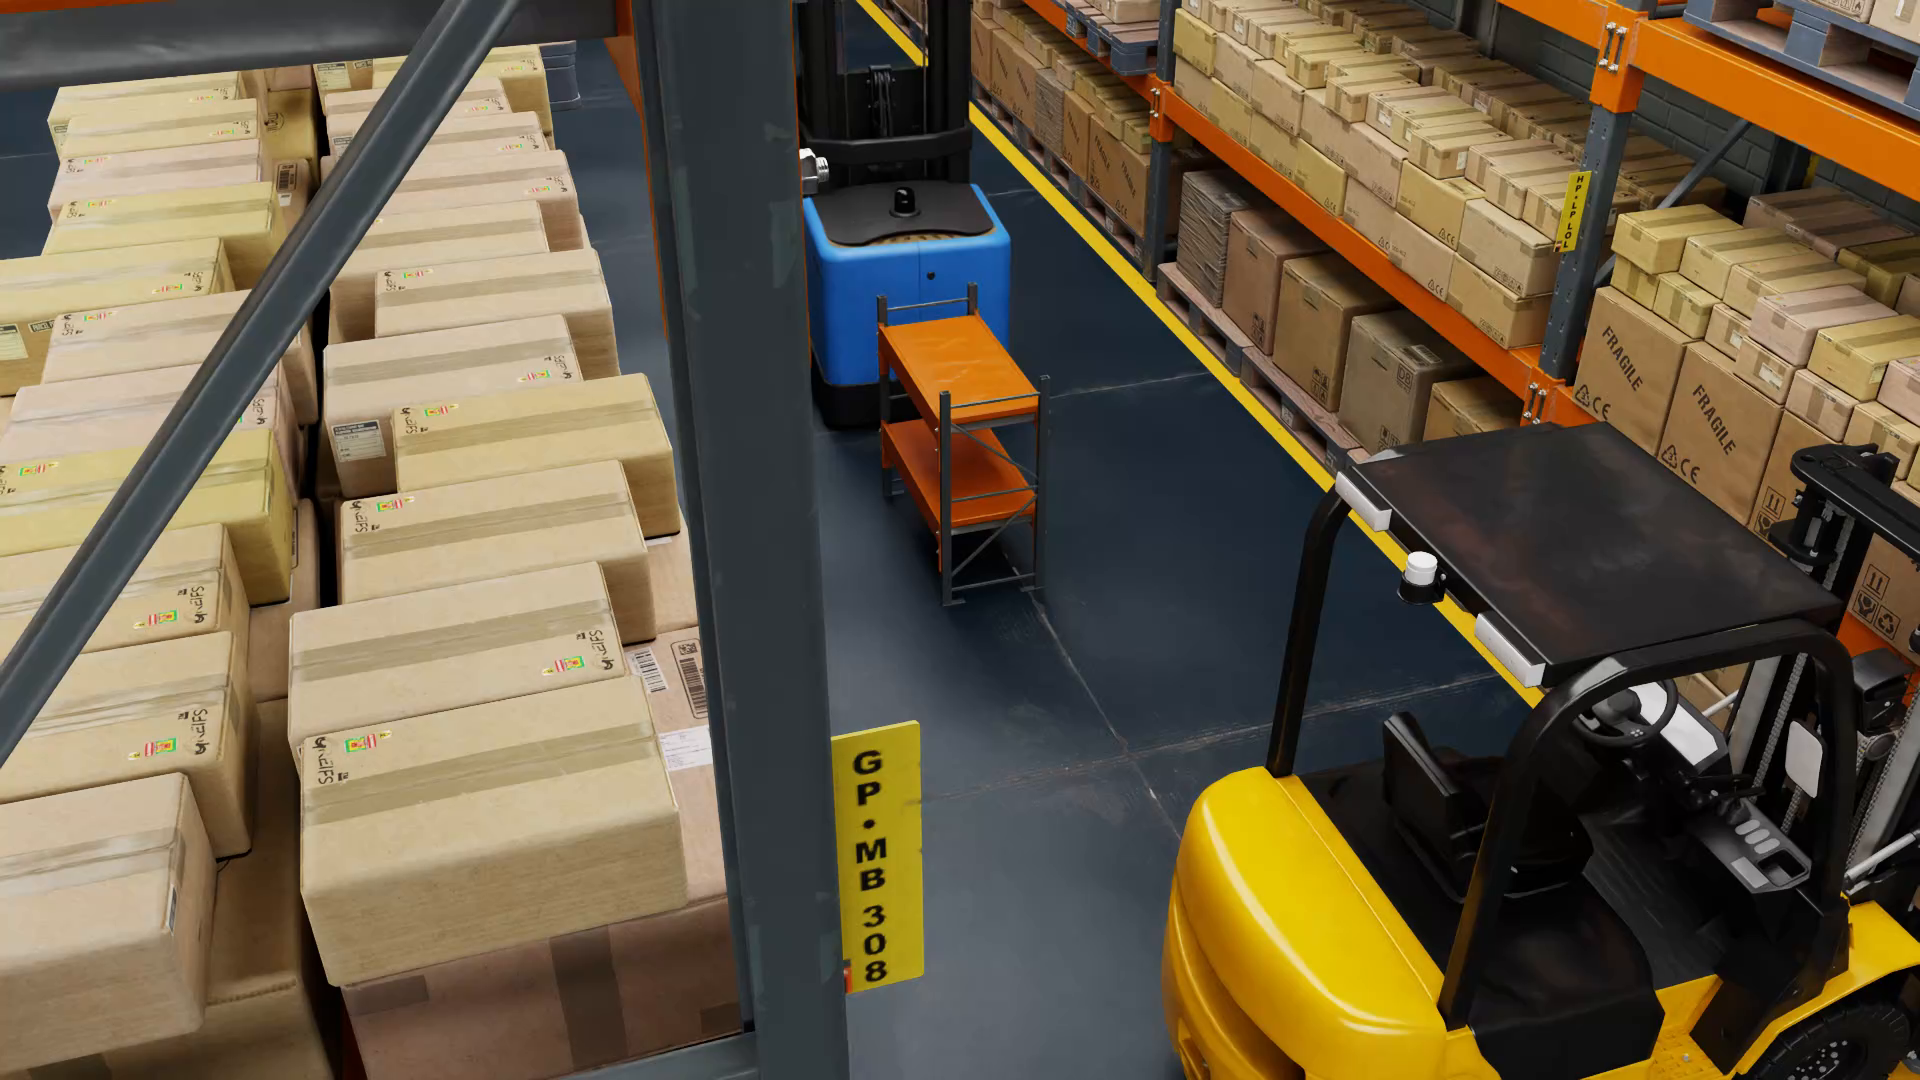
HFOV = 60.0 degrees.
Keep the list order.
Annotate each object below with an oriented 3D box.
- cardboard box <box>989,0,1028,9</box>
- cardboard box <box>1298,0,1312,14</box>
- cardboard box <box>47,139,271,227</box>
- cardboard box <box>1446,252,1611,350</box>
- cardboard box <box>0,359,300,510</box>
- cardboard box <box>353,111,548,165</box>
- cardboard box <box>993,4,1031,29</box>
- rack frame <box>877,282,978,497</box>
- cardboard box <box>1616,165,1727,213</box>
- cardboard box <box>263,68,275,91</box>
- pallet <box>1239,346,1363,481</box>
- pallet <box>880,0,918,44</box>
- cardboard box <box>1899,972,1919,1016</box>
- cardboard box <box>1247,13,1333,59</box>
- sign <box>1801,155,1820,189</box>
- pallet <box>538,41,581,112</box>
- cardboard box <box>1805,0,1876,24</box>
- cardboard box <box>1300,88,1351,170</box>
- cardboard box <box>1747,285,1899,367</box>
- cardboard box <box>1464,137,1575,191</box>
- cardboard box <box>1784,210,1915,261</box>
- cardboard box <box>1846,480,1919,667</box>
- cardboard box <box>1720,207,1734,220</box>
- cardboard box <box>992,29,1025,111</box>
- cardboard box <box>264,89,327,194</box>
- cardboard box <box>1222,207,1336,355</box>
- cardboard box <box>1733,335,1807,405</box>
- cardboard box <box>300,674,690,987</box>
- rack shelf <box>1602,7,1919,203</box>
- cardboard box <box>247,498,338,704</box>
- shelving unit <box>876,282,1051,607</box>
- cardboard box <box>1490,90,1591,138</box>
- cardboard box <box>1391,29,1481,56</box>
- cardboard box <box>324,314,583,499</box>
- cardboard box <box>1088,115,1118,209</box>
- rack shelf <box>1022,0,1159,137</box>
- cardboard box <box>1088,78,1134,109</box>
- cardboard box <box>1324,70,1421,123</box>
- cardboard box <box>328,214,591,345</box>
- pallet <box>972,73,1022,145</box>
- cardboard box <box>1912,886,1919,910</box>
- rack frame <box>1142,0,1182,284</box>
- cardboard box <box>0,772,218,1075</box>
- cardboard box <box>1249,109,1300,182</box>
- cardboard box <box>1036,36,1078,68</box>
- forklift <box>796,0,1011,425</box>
[{"bbox_3d":[0.446,-4.290,13.050,0.380,0.149,0.250,-12,35,-17],"label":"cardboard box"},{"bbox_3d":[2.163,-3.082,9.513,0.380,0.149,0.250,-9,35,-13],"label":"cardboard box"},{"bbox_3d":[-1.586,-0.672,3.330,0.380,0.149,0.250,-11,35,-15],"label":"cardboard box"},{"bbox_3d":[2.502,-1.082,7.303,0.500,0.250,0.500,-9,35,-14],"label":"cardboard box"},{"bbox_3d":[-1.219,-0.139,2.523,0.380,0.149,0.250,-10,35,-15],"label":"cardboard box"},{"bbox_3d":[-1.056,-0.768,3.474,0.380,0.149,0.250,-10,35,-14],"label":"cardboard box"},{"bbox_3d":[0.479,-4.162,13.126,0.380,0.149,0.250,-11,35,-16],"label":"cardboard box"},{"bbox_3d":[-0.157,-0.740,8.349,0.500,1.125,0.032,-10,35,-15],"label":"rack frame"},{"bbox_3d":[3.002,-1.457,7.056,0.380,0.149,0.250,-11,35,-16],"label":"cardboard box"},{"bbox_3d":[-1.929,-1.215,4.152,0.380,0.149,0.250,-9,35,-13],"label":"cardboard box"},{"bbox_3d":[2.267,-0.783,9.243,1.003,0.211,1.213,-10,35,-15],"label":"pallet"},{"bbox_3d":[-0.119,-4.964,15.570,1.003,0.211,1.213,-10,35,-15],"label":"pallet"},{"bbox_3d":[3.394,1.427,5.483,0.500,0.250,0.500,-10,35,-14],"label":"cardboard box"},{"bbox_3d":[1.779,-2.714,8.958,0.380,0.149,0.250,-10,35,-14],"label":"cardboard box"},{"bbox_3d":[3.433,-1.413,6.810,0.100,0.325,0.005,-10,35,-15],"label":"sign"},{"bbox_3d":[-1.908,-1.603,5.404,1.213,0.211,1.003,-10,35,-15],"label":"pallet"},{"bbox_3d":[2.927,-1.878,5.259,0.500,0.311,0.500,-9,35,-14],"label":"cardboard box"},{"bbox_3d":[2.062,-2.092,8.377,0.500,0.250,0.500,-10,35,-14],"label":"cardboard box"},{"bbox_3d":[2.953,-0.737,5.695,0.380,0.149,0.250,-9,35,-14],"label":"cardboard box"},{"bbox_3d":[2.469,-1.649,7.345,0.380,0.149,0.250,-10,35,-15],"label":"cardboard box"},{"bbox_3d":[3.327,-1.105,6.253,0.380,0.149,0.250,-11,35,-16],"label":"cardboard box"},{"bbox_3d":[3.255,0.115,5.265,0.500,0.500,0.500,-10,35,-14],"label":"cardboard box"},{"bbox_3d":[2.995,-1.380,7.300,0.500,0.250,0.500,-11,35,-16],"label":"cardboard box"},{"bbox_3d":[0.570,-3.687,12.996,0.500,0.500,0.500,-10,35,-15],"label":"cardboard box"},{"bbox_3d":[-1.781,-0.854,3.968,0.500,0.250,0.500,-10,35,-15],"label":"cardboard box"},{"bbox_3d":[2.069,-1.537,9.629,0.875,0.625,0.625,-9,34,-13],"label":"cardboard box"},{"bbox_3d":[2.943,-0.615,5.781,0.380,0.149,0.250,-9,35,-14],"label":"cardboard box"},{"bbox_3d":[-0.515,0.312,1.841,0.380,0.149,0.250,-10,35,-15],"label":"cardboard box"},{"bbox_3d":[3.515,-0.826,4.710,1.077,0.370,4.000,-10,35,-15],"label":"rack shelf"},{"bbox_3d":[-1.153,0.209,2.358,0.500,0.250,0.500,-10,35,-15],"label":"cardboard box"},{"bbox_3d":[-0.002,-0.473,7.945,0.538,1.125,1.048,-10,35,-15],"label":"shelving unit"},{"bbox_3d":[2.746,-2.004,7.883,0.380,0.149,0.250,-10,35,-15],"label":"cardboard box"},{"bbox_3d":[2.487,-2.551,8.710,0.380,0.149,0.250,-11,35,-16],"label":"cardboard box"},{"bbox_3d":[-0.797,-0.217,2.642,0.380,0.149,0.250,-10,35,-15],"label":"cardboard box"},{"bbox_3d":[1.209,-2.607,11.361,0.500,0.500,0.500,-11,35,-15],"label":"cardboard box"},{"bbox_3d":[1.075,-3.774,11.894,1.077,0.370,4.000,-10,35,-15],"label":"rack shelf"},{"bbox_3d":[1.105,-3.074,11.480,0.380,0.149,0.250,-9,35,-13],"label":"cardboard box"},{"bbox_3d":[2.017,-2.171,8.135,0.380,0.149,0.250,-11,35,-16],"label":"cardboard box"},{"bbox_3d":[-0.963,-0.415,3.302,0.500,0.250,0.500,-9,35,-14],"label":"cardboard box"},{"bbox_3d":[0.749,-3.541,13.417,1.003,0.211,1.213,-10,35,-15],"label":"pallet"},{"bbox_3d":[3.359,1.203,5.368,0.500,0.250,0.500,-11,35,-16],"label":"cardboard box"},{"bbox_3d":[1.685,-3.025,10.106,1.000,3.000,0.127,-10,35,-15],"label":"rack frame"},{"bbox_3d":[-0.985,0.405,1.700,0.380,0.149,0.250,-10,35,-14],"label":"cardboard box"},{"bbox_3d":[1.900,-2.154,8.925,0.500,0.250,0.500,-11,35,-16],"label":"cardboard box"},{"bbox_3d":[0.779,-3.620,12.305,0.380,0.149,0.250,-9,34,-13],"label":"cardboard box"},{"bbox_3d":[-0.541,-2.656,9.611,1.130,2.935,3.031,-7,34,-11],"label":"forklift"}]
